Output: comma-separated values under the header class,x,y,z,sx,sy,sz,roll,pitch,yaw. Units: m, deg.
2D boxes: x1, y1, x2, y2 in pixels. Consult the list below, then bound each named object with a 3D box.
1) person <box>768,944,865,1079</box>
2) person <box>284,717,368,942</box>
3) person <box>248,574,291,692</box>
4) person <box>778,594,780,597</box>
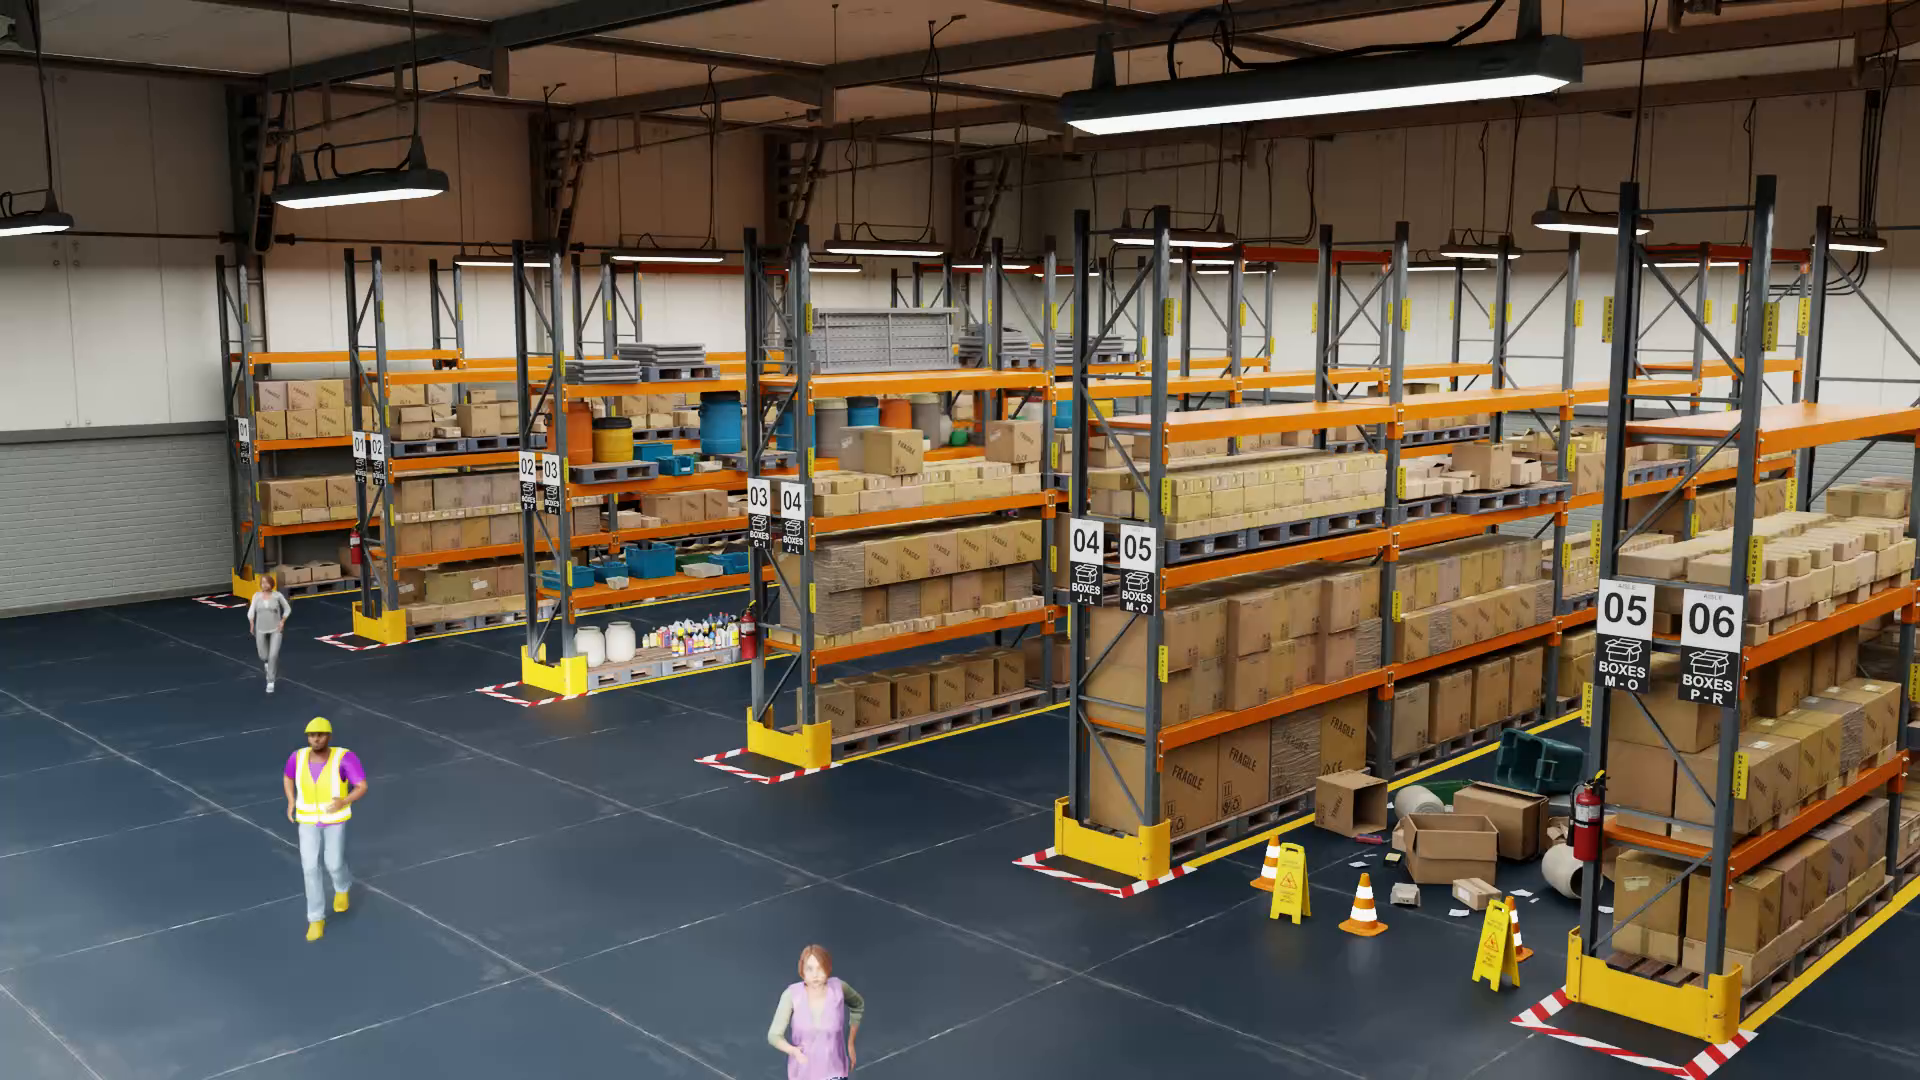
class,x,y,z,sx,sy,sz,roll,pitch,yaw
person,-0.812,3.057,9.398,0.525,1.634,0.729,0,8,1
person,-5.282,2.355,13.846,0.704,1.817,0.807,-1,8,-8
person,-9.323,1.235,22.478,0.545,1.564,0.623,-2,8,-16
person,-2.769,0.100,27.847,0.624,1.696,0.789,7,11,42
